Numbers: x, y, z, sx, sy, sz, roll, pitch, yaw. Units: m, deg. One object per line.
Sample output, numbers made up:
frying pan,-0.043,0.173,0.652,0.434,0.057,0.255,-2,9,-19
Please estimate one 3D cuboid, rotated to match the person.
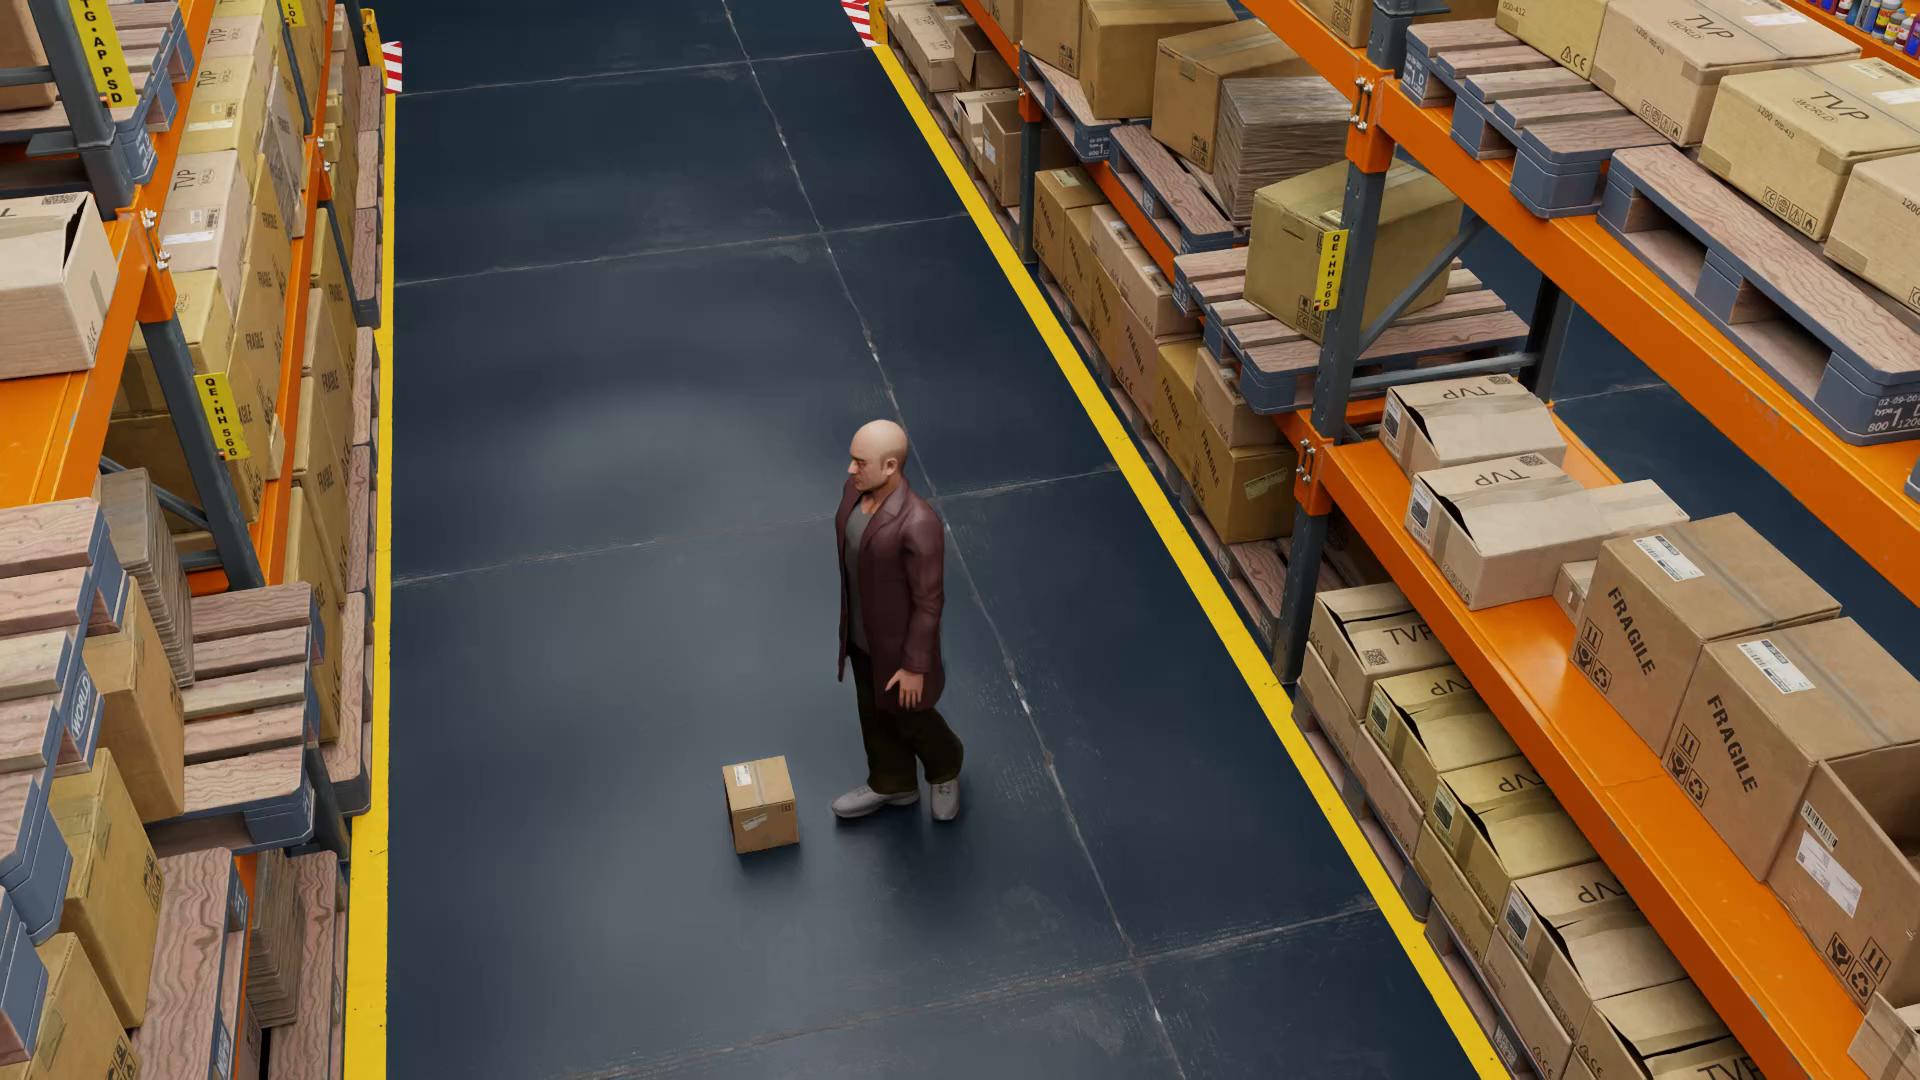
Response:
person,-0.259,0.330,6.273,0.579,1.778,0.685,-25,44,-28
